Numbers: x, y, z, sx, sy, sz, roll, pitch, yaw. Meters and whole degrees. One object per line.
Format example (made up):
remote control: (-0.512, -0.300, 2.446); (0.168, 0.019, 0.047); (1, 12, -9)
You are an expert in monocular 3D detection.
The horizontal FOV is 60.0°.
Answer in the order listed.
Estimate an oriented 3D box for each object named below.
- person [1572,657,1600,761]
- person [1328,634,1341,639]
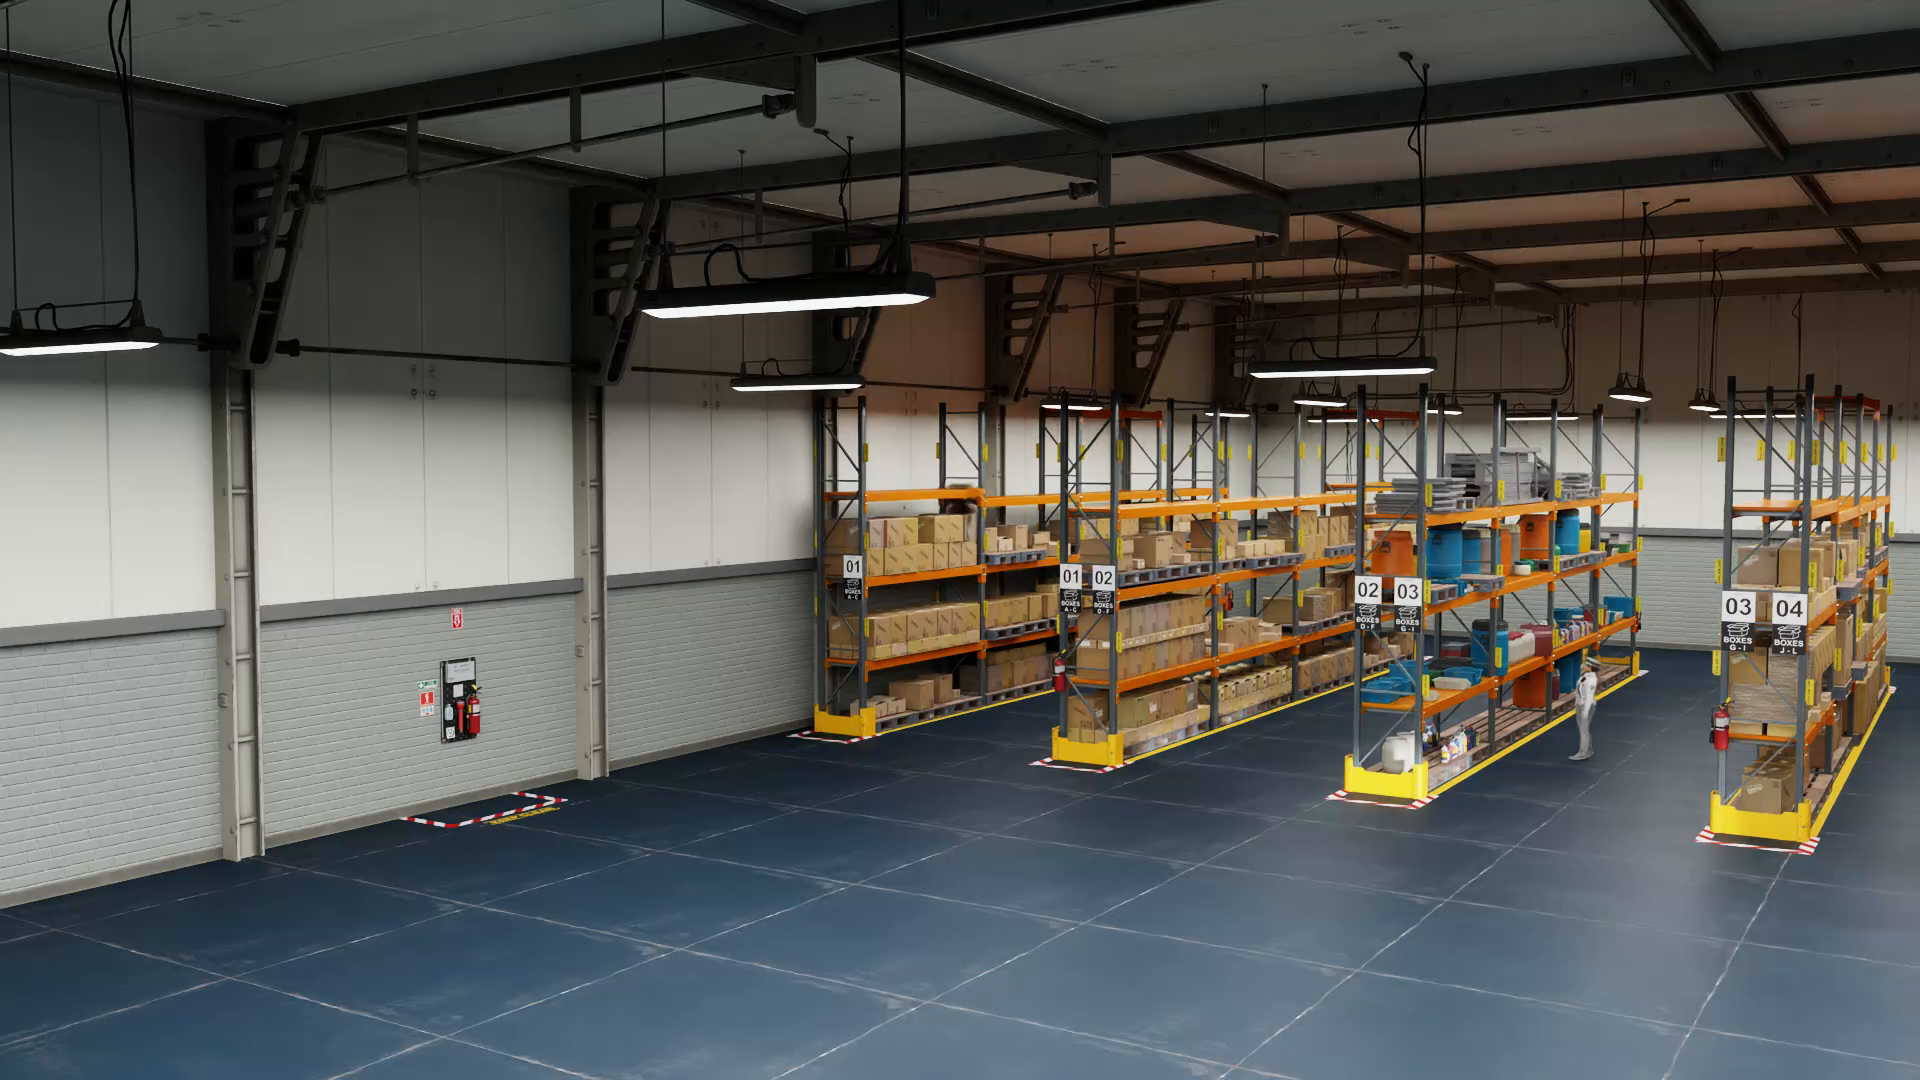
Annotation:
person: (10.222, 2.744, 27.173); (0.575, 1.673, 0.548); (-1, 3, -19)
person: (10.186, 1.833, 44.528); (0.564, 1.686, 0.693); (-1, 3, -25)
